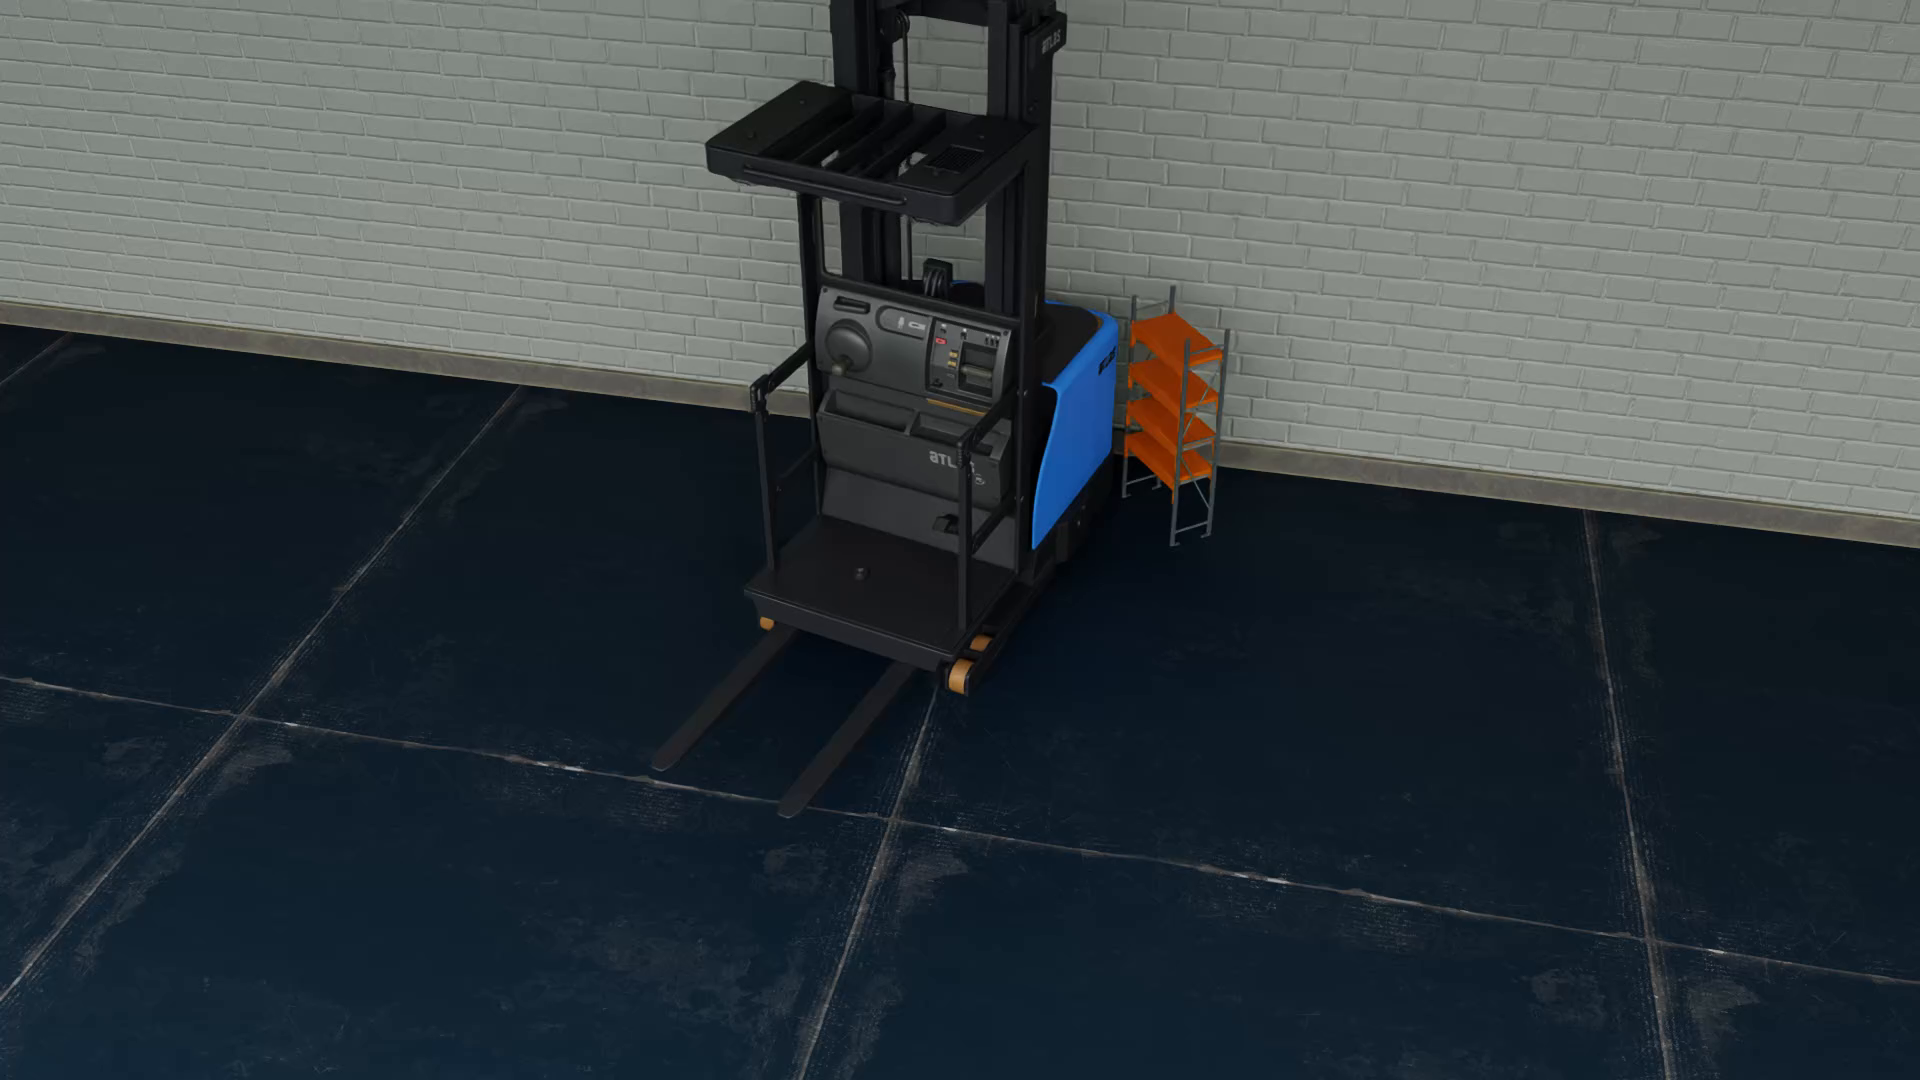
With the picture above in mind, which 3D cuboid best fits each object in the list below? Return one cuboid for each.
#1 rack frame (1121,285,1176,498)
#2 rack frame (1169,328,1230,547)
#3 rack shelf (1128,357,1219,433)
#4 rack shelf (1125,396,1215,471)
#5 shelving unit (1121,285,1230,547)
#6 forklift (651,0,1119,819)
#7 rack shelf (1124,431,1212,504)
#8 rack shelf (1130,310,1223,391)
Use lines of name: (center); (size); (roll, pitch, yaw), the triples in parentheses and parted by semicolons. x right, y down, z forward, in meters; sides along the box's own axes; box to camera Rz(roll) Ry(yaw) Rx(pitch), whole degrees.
rack frame: (0.960, -0.741, 8.517); (0.240, 1.200, 0.015); (-16, 39, -20)
rack frame: (1.172, -0.483, 8.161); (0.240, 1.200, 0.015); (-16, 39, -20)
rack shelf: (1.064, -0.738, 8.246); (0.258, 0.148, 0.480); (-16, 39, -20)
rack shelf: (1.067, -0.558, 8.379); (0.258, 0.148, 0.480); (-16, 39, -20)
shelving unit: (1.066, -0.612, 8.339); (0.258, 1.200, 0.503); (-16, 39, -20)
forklift: (-0.304, -0.782, 7.101); (1.130, 2.935, 3.031); (16, 39, 21)
rack shelf: (1.069, -0.398, 8.496); (0.258, 0.148, 0.480); (-16, 39, -20)
rack shelf: (1.061, -0.929, 8.106); (0.258, 0.148, 0.480); (-16, 39, -20)
